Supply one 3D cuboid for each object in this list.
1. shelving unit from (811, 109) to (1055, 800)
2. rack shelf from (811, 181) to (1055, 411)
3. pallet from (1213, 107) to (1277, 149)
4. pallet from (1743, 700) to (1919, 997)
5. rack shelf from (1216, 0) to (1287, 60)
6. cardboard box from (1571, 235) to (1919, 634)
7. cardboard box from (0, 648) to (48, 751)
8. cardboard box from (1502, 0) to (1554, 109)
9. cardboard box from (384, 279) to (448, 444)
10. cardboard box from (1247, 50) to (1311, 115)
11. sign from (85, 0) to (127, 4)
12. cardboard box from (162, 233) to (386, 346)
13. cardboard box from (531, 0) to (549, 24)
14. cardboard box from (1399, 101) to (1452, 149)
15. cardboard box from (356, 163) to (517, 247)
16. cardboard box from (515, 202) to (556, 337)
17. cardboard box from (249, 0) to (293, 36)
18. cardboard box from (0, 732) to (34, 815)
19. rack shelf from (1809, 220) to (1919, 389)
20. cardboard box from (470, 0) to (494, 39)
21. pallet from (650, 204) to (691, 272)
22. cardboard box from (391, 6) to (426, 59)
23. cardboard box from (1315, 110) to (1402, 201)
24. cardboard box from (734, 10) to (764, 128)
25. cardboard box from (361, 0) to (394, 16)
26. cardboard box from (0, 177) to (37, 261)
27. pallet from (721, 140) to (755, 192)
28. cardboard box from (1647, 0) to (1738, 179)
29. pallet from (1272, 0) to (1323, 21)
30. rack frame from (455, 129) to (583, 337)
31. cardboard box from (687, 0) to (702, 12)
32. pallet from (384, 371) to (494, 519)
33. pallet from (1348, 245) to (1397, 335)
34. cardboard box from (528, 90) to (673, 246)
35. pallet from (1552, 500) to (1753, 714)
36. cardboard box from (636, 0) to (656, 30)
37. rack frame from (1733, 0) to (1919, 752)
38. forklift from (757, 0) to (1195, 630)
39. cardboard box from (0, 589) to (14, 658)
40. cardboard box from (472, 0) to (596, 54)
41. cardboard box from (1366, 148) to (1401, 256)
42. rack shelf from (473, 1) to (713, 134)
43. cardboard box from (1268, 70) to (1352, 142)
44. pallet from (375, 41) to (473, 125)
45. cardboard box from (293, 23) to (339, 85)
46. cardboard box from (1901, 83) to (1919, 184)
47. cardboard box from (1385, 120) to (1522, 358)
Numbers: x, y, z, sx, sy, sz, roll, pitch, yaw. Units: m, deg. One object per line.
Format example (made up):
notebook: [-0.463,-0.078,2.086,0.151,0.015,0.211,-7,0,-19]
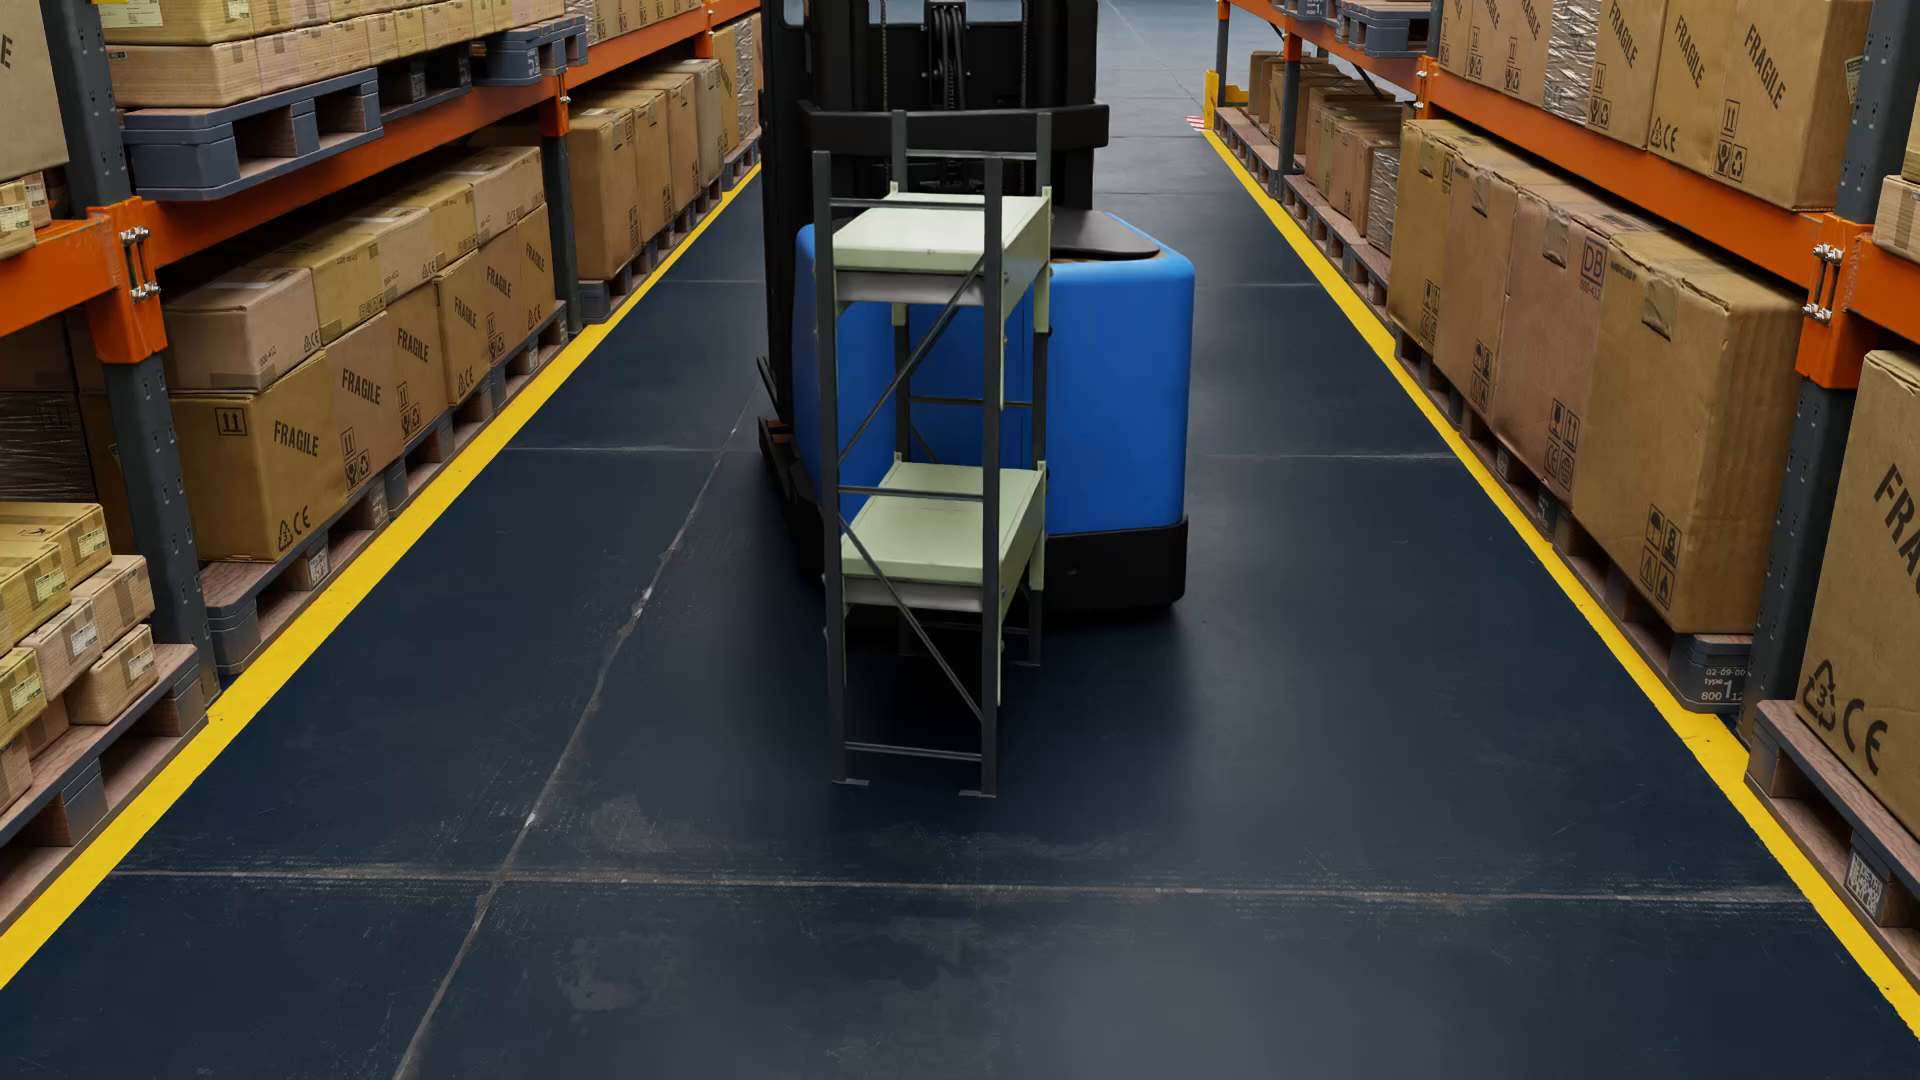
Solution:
shelving unit: [-0.041,-0.230,4.048,0.431,1.500,0.755,4,22,10]
rack shelf: [-0.041,-0.594,3.907,0.431,0.370,0.720,4,22,10]
pallet: [2.778,-3.593,14.496,1.003,0.211,1.213,1,21,2]
pallet: [2.374,0.699,3.435,1.003,0.211,1.213,1,21,2]
rack shelf: [2.780,-4.155,13.085,1.077,0.370,4.000,1,21,2]
cardboard box: [2.475,-0.312,4.542,1.225,0.875,0.875,1,21,2]
cardboard box: [-2.157,0.341,3.452,0.380,0.149,0.250,0,21,0]
cardboard box: [2.285,-1.823,5.942,0.500,0.500,0.500,0,21,1]
cardboard box: [-2.174,-0.641,5.910,0.500,0.500,0.500,1,21,3]
cardboard box: [2.805,-4.018,14.613,0.500,0.500,0.500,5,22,12]
sign: [-1.936,-1.366,3.706,0.100,0.325,0.005,1,21,2]
cardboard box: [-2.179,-0.803,5.289,0.500,0.250,0.500,1,21,3]
cardboard box: [-1.922,-2.218,6.864,0.380,0.149,0.250,1,21,1]
cardboard box: [2.594,-2.145,8.721,0.500,0.250,0.500,3,21,8]
cardboard box: [-2.120,-1.359,6.724,0.500,0.250,0.500,1,21,2]
cardboard box: [-2.116,-1.202,7.354,0.500,0.500,0.500,1,21,1]
cardboard box: [-2.001,-1.414,4.383,0.380,0.149,0.250,0,21,1]
cardboard box: [-2.185,0.502,3.448,0.380,0.149,0.250,0,21,0]
rack shelf: [2.415,0.184,1.903,1.077,0.370,4.000,1,21,2]
cardboard box: [-1.947,-1.937,6.141,0.380,0.149,0.250,0,21,-1]
pallet: [-2.218,-1.836,9.970,1.003,0.211,1.213,1,21,2]
cardboard box: [-1.973,-1.654,5.412,0.380,0.149,0.250,0,21,1]
cardboard box: [2.646,-2.413,10.448,0.700,0.500,0.500,1,21,1]
cardboard box: [-2.093,-3.946,13.908,0.875,0.875,0.875,0,21,1]
cardboard box: [-1.980,-1.699,5.117,0.380,0.149,0.250,1,21,4]
cardboard box: [-2.152,-0.648,3.401,0.380,0.149,0.250,0,21,0]
pallet: [-2.134,-2.832,12.537,1.003,0.211,1.213,1,21,2]
cardboard box: [2.239,-1.272,4.523,0.500,0.500,0.500,1,21,3]
pallet: [2.550,-3.403,10.418,1.003,0.211,1.213,1,21,2]
rack frame: [-2.357,-2.412,7.599,1.000,3.000,0.127,1,21,2]
cardboard box: [-1.984,-3.713,10.814,0.500,0.500,0.500,1,21,1]
pallet: [-2.422,-0.390,6.241,1.003,0.211,1.213,1,21,2]
pallet: [2.623,-1.303,8.596,1.003,0.211,1.213,1,21,2]
cardboard box: [-2.225,-2.094,9.309,1.050,0.750,0.750,1,21,2]
pallet: [2.424,0.146,4.862,1.003,0.211,1.213,1,21,2]
cardboard box: [-2.028,-3.164,9.399,0.500,0.500,0.500,0,21,1]
rack frame: [2.476,-0.875,3.636,1.000,3.000,0.127,1,21,2]
forklift: [-0.147,-1.613,5.635,1.130,2.935,3.031,-4,22,-11]
cardboard box: [-2.198,0.205,3.393,0.380,0.149,0.250,0,21,1]
cardboard box: [-2.074,-2.618,7.991,0.500,0.500,0.500,1,21,2]
cardboard box: [2.602,-1.804,8.879,0.700,0.500,0.500,-1,21,-3]
rack shelf: [-2.296,-2.800,9.593,1.077,0.370,4.000,1,21,2]
cardboard box: [2.722,-3.374,12.954,0.500,0.500,0.500,-1,21,-3]
pallet: [-2.376,-1.606,5.788,1.003,0.211,1.213,1,21,2]
cardboard box: [-1.993,-1.372,4.686,0.380,0.149,0.250,1,21,2]
cardboard box: [2.200,-0.776,3.179,0.500,0.250,0.500,0,21,1]
cardboard box: [2.556,-1.277,7.030,1.225,0.875,0.875,0,21,-1]
